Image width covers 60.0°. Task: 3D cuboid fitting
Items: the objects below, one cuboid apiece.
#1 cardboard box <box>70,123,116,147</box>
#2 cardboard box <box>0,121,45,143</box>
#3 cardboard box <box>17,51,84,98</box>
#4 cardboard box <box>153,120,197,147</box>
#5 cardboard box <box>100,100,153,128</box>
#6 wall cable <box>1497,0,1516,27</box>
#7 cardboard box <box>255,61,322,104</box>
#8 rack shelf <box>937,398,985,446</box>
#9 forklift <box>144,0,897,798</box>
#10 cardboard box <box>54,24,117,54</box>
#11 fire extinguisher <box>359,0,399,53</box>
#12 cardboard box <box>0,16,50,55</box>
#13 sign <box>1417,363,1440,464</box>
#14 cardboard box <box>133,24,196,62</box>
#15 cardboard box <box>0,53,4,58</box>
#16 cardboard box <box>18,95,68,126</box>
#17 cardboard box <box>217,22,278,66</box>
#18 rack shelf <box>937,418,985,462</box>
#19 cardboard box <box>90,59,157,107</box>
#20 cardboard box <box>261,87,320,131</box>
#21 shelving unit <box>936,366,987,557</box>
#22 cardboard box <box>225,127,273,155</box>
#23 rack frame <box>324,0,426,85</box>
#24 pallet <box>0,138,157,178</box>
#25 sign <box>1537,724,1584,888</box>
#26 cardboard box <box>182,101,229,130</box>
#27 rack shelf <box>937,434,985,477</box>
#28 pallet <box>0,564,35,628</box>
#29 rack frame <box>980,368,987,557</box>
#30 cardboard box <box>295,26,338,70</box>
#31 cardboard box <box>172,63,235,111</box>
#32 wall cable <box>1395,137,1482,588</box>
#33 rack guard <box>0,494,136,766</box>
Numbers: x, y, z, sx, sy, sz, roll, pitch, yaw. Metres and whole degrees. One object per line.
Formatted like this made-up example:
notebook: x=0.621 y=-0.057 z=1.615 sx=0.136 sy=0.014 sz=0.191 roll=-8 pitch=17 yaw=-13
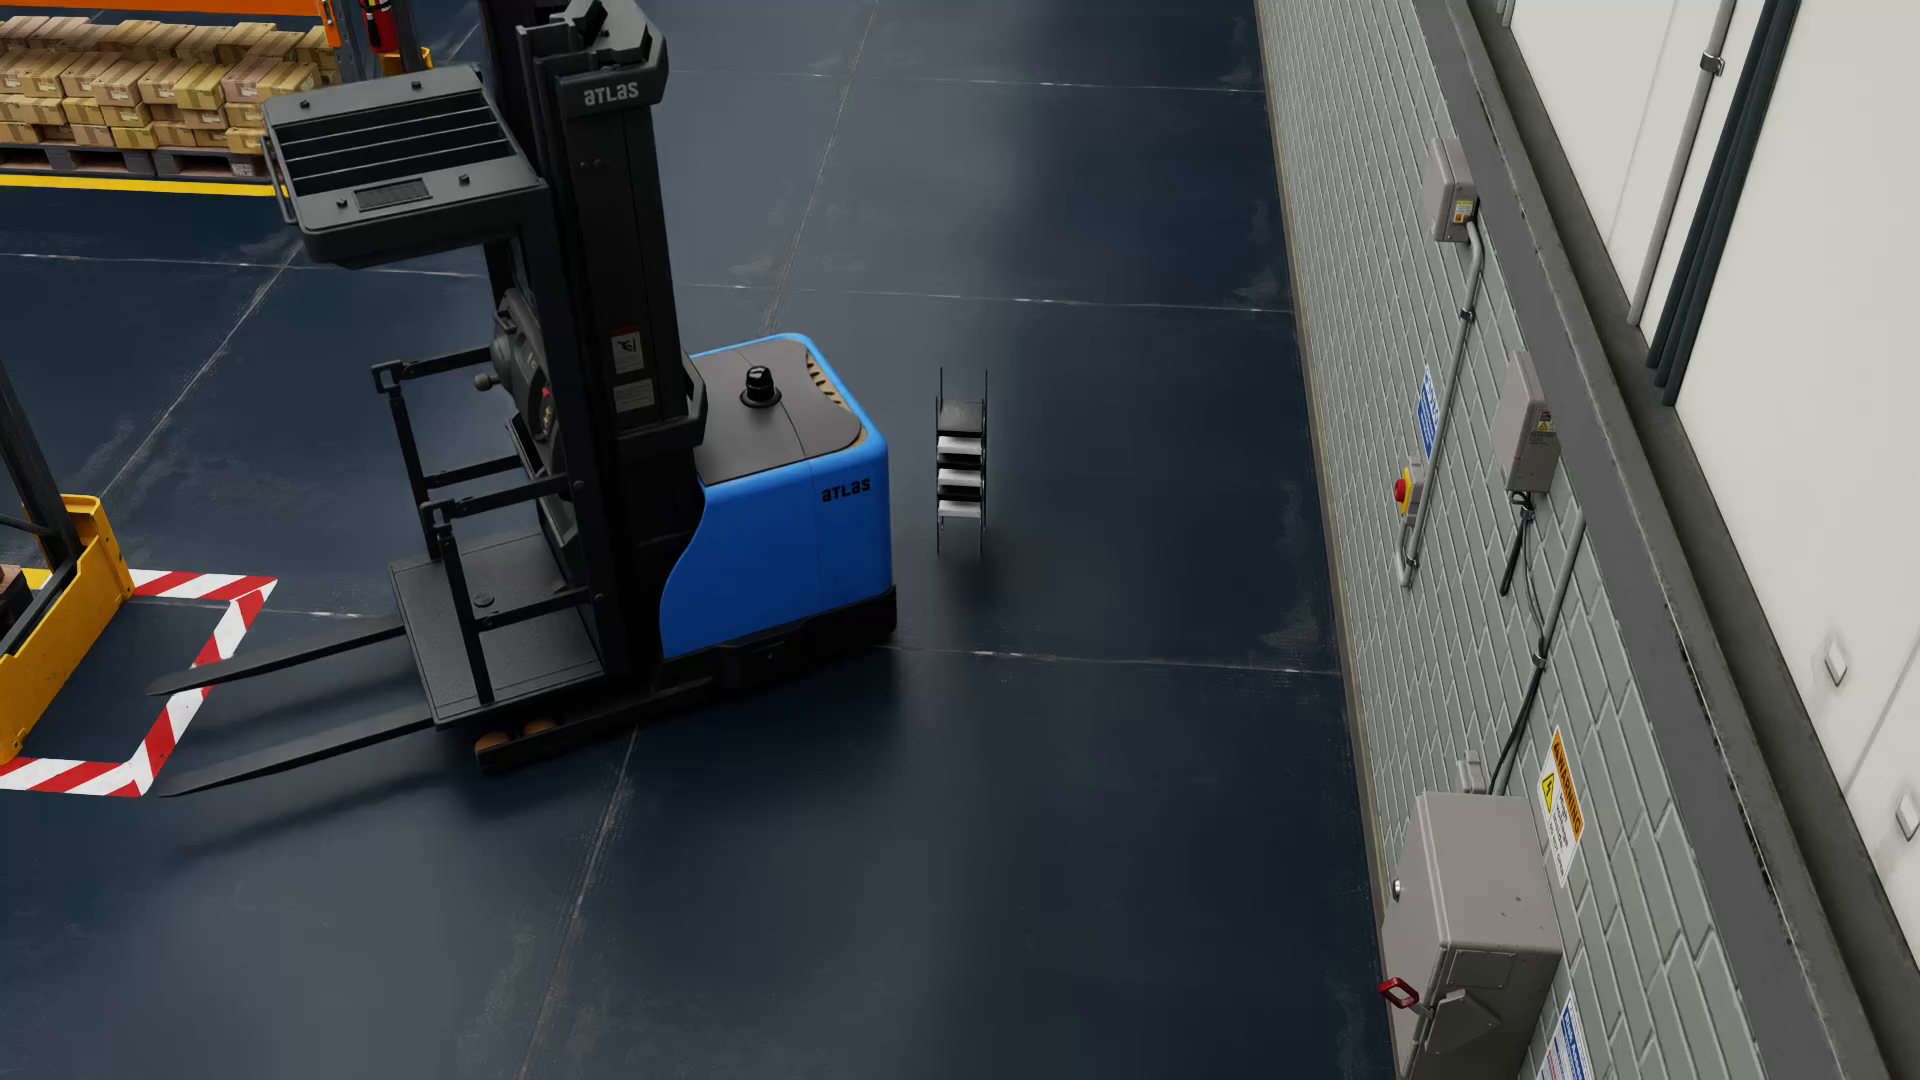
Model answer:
cardboard box: x=-5.543 y=-2.709 z=10.798 sx=0.250 sy=0.149 sz=0.380 roll=4 pitch=39 yaw=5
cardboard box: x=-6.057 y=-2.736 z=10.832 sx=0.250 sy=0.149 sz=0.380 roll=2 pitch=39 yaw=3
cardboard box: x=-5.808 y=-2.984 z=10.665 sx=0.250 sy=0.149 sz=0.380 roll=3 pitch=39 yaw=4
cardboard box: x=-5.013 y=-2.707 z=10.796 sx=0.250 sy=0.149 sz=0.380 roll=4 pitch=39 yaw=4
cardboard box: x=-5.288 y=-2.797 z=10.671 sx=0.250 sy=0.149 sz=0.380 roll=4 pitch=39 yaw=5
wall cable: x=1.662 y=-2.804 z=4.237 sx=0.029 sy=3.000 sz=0.463 roll=3 pitch=39 yaw=4
cardboard box: x=-4.252 y=-2.886 z=10.544 sx=0.250 sy=0.149 sz=0.380 roll=4 pitch=39 yaw=4
rack shelf: x=0.008 y=-0.532 z=7.486 sx=0.200 sy=0.077 sz=0.258 roll=3 pitch=39 yaw=4
forklift: x=-1.838 y=-0.576 z=6.306 sx=3.031 sy=2.935 sz=1.130 roll=-16 pitch=42 yaw=-19
cardboard box: x=-5.767 y=-3.271 z=11.018 sx=0.250 sy=0.149 sz=0.380 roll=3 pitch=39 yaw=4
fire extinguisher: x=-3.492 y=-3.250 z=9.894 sx=0.183 sy=0.674 sz=0.296 roll=3 pitch=39 yaw=4
cardboard box: x=-6.275 y=-3.361 z=11.127 sx=0.250 sy=0.149 sz=0.380 roll=1 pitch=39 yaw=2
sign: x=1.655 y=-0.449 z=5.882 sx=0.001 sy=0.218 sz=0.327 roll=3 pitch=39 yaw=4
cardboard box: x=-5.251 y=-3.275 z=11.022 sx=0.250 sy=0.149 sz=0.380 roll=5 pitch=39 yaw=6
cardboard box: x=-6.329 y=-2.985 z=10.666 sx=0.250 sy=0.149 sz=0.380 roll=4 pitch=39 yaw=5
cardboard box: x=-5.819 y=-2.821 z=10.700 sx=0.250 sy=0.149 sz=0.380 roll=4 pitch=39 yaw=4
cardboard box: x=-4.721 y=-3.292 z=11.043 sx=0.250 sy=0.149 sz=0.380 roll=3 pitch=39 yaw=4
rack shelf: x=0.008 y=-0.462 z=7.543 sx=0.200 sy=0.077 sz=0.258 roll=3 pitch=39 yaw=4
cardboard box: x=-5.292 y=-2.903 z=10.566 sx=0.250 sy=0.149 sz=0.380 roll=5 pitch=39 yaw=6
cardboard box: x=-4.254 y=-2.750 z=10.613 sx=0.250 sy=0.149 sz=0.380 roll=2 pitch=39 yaw=3
shelving unit: x=0.008 y=-0.349 z=7.636 sx=0.210 sy=0.900 sz=0.258 roll=3 pitch=39 yaw=4
cardboard box: x=-4.510 y=-2.633 z=10.705 sx=0.250 sy=0.149 sz=0.380 roll=4 pitch=39 yaw=5
rack frame: x=-3.703 y=-3.728 z=10.125 sx=0.127 sy=3.000 sz=1.000 roll=3 pitch=39 yaw=4
pallet: x=-5.797 y=-2.786 z=11.176 sx=1.213 sy=0.211 sz=1.003 roll=3 pitch=39 yaw=4
sign: x=1.475 y=0.652 z=4.089 sx=0.001 sy=0.242 sz=0.339 roll=3 pitch=39 yaw=4
cardboard box: x=-4.771 y=-2.777 z=10.647 sx=0.250 sy=0.149 sz=0.380 roll=2 pitch=39 yaw=2
rack shelf: x=0.008 y=-0.393 z=7.600 sx=0.200 sy=0.077 sz=0.258 roll=3 pitch=39 yaw=4
pallet: x=-4.833 y=0.478 z=7.167 sx=1.213 sy=0.211 sz=1.003 roll=3 pitch=39 yaw=4
rack frame: x=0.109 y=-0.343 z=7.629 sx=0.006 sy=0.900 sz=0.240 roll=3 pitch=39 yaw=4
cardboard box: x=-4.196 y=-3.259 z=11.002 sx=0.250 sy=0.149 sz=0.380 roll=1 pitch=39 yaw=2
cardboard box: x=-4.767 y=-2.870 z=10.524 sx=0.250 sy=0.149 sz=0.380 roll=2 pitch=39 yaw=3
wall cable: x=1.590 y=-0.723 z=5.604 sx=0.123 sy=1.953 sz=0.585 roll=3 pitch=39 yaw=4
rack guard: x=-4.006 y=0.361 z=7.081 sx=0.348 sy=0.500 sz=1.175 roll=3 pitch=39 yaw=4
